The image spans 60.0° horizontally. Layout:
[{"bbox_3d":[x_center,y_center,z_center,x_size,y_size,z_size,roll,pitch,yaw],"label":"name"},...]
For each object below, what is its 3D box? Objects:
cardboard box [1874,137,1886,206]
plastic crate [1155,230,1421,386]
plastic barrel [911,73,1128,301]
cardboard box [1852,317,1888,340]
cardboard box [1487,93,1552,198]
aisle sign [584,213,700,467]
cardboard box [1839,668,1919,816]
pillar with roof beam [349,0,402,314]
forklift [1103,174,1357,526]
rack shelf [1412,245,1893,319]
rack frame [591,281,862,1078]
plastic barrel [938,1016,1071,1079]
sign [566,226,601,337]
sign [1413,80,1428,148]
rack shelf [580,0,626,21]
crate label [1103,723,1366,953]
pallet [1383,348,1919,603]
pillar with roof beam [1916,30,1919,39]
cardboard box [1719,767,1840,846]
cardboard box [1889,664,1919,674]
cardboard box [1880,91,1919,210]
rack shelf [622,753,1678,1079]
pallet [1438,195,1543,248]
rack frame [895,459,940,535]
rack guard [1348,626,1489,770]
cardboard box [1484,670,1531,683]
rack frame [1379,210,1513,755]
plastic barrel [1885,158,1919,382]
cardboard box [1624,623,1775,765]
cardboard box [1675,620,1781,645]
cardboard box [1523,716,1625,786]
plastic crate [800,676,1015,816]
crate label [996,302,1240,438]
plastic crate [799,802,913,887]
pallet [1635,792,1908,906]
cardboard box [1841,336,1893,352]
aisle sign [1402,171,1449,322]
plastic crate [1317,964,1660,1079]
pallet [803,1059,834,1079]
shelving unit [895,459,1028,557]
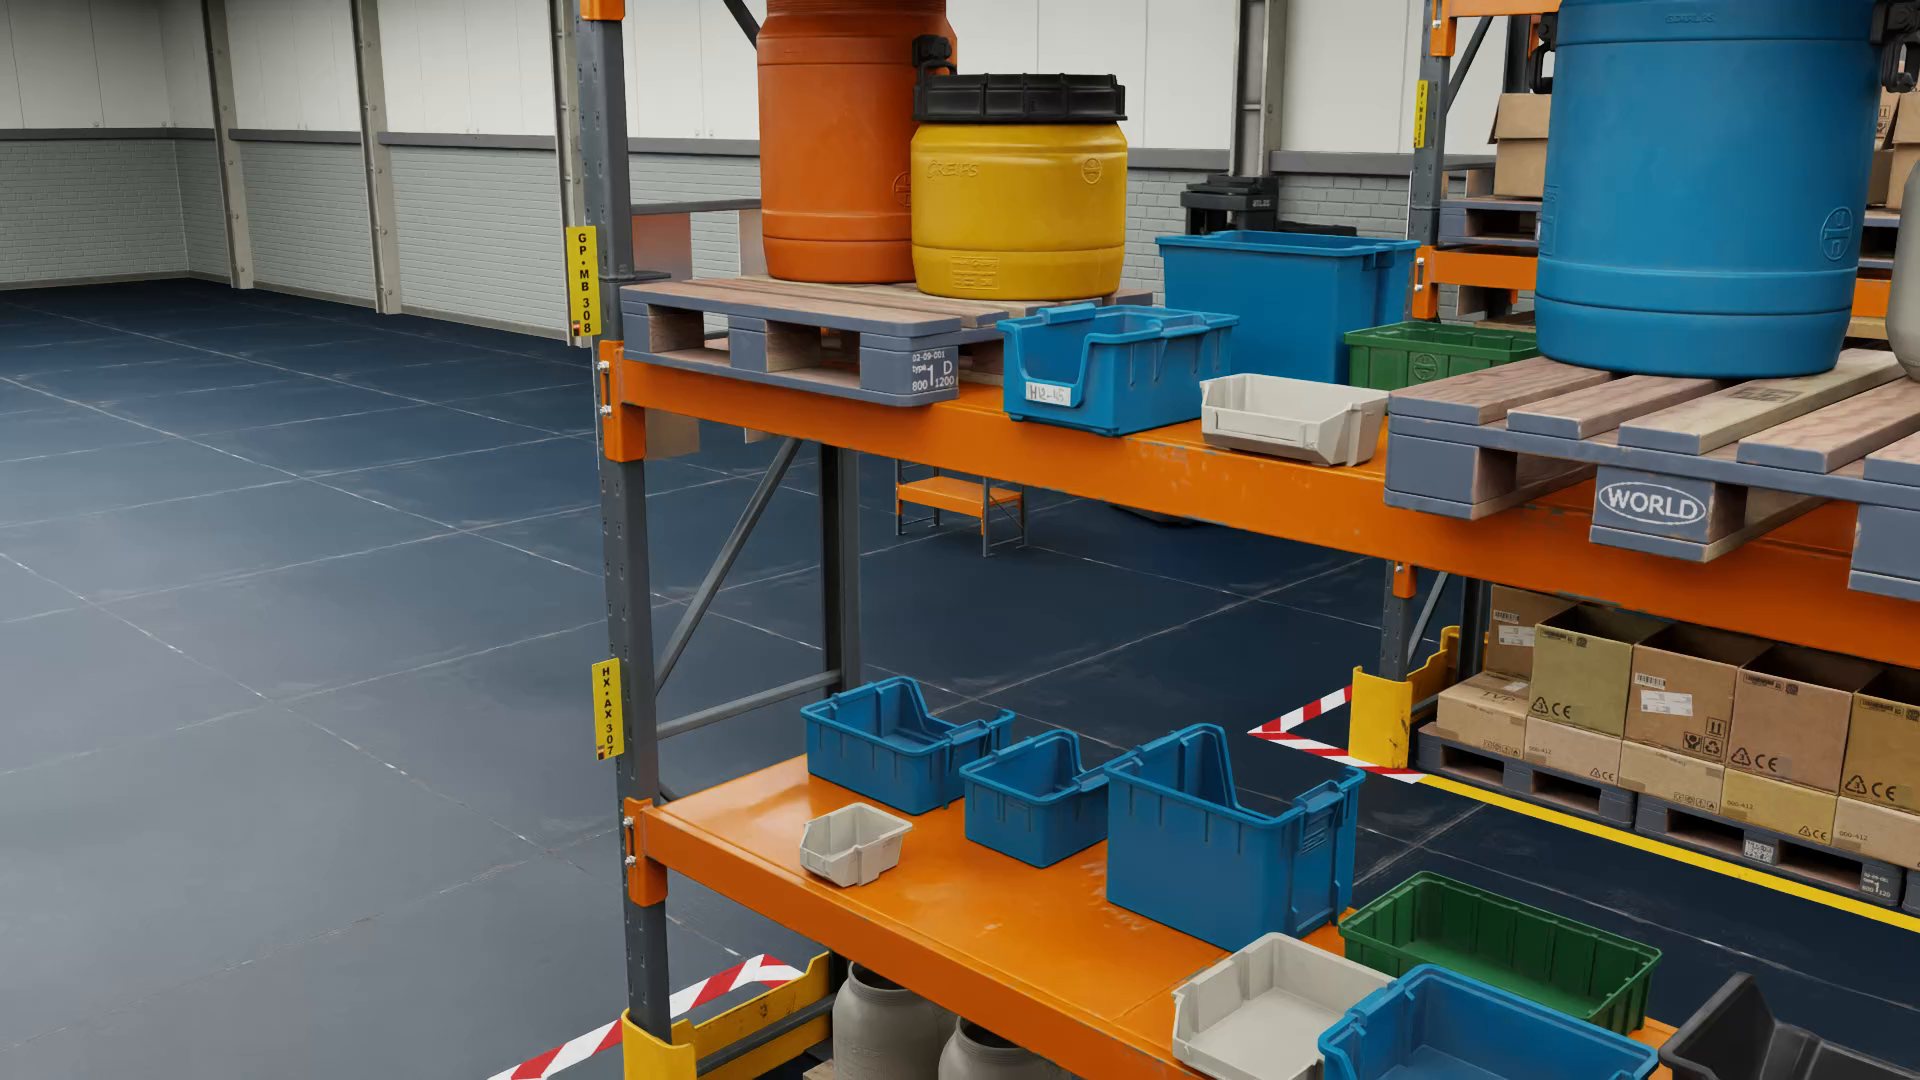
[{"bbox_3d":[6.560,-2.524,11.484,0.500,0.500,0.500,-13,19,-41],"label":"cardboard box"},{"bbox_3d":[0.836,-0.586,4.313,0.575,0.384,0.392,14,20,42],"label":"plastic crate"},{"bbox_3d":[0.163,-0.990,4.628,0.600,0.588,0.600,0,15,0],"label":"plastic barrel"},{"bbox_3d":[6.615,-1.293,11.715,0.500,0.500,0.500,14,20,42],"label":"cardboard box"},{"bbox_3d":[3.106,-1.990,8.358,0.797,0.503,0.637,-13,19,-40],"label":"cardboard box"},{"bbox_3d":[-1.001,-0.638,5.277,0.004,0.787,0.394,14,20,42],"label":"aisle sign"},{"bbox_3d":[4.375,0.927,7.557,0.500,0.500,0.500,14,20,42],"label":"cardboard box"},{"bbox_3d":[-13.030,-7.576,25.159,0.400,9.000,9.100,14,20,42],"label":"pillar with roof beam"},{"bbox_3d":[2.813,-1.788,14.981,3.031,2.935,1.130,-8,17,-28],"label":"forklift"},{"bbox_3d":[4.135,-1.073,7.578,4.000,0.370,1.077,14,20,42],"label":"rack shelf"},{"bbox_3d":[-0.746,0.579,5.760,0.127,3.000,1.000,14,20,42],"label":"rack frame"},{"bbox_3d":[0.142,1.769,5.296,0.421,0.512,0.421,0,15,0],"label":"plastic barrel"},{"bbox_3d":[-1.131,-0.778,5.001,0.005,0.325,0.100,14,20,42],"label":"sign"},{"bbox_3d":[2.306,-2.132,8.327,0.005,0.325,0.100,14,20,42],"label":"sign"},{"bbox_3d":[0.694,-1.432,3.802,4.000,0.370,1.077,14,20,42],"label":"rack shelf"},{"bbox_3d":[0.767,0.835,4.708,0.616,0.435,0.502,14,20,42],"label":"crate label"},{"bbox_3d":[1.547,-0.189,3.136,1.003,0.211,1.213,14,20,42],"label":"pallet"},{"bbox_3d":[4.247,-3.375,9.039,0.400,9.000,9.100,14,20,42],"label":"pillar with roof beam"},{"bbox_3d":[4.005,1.205,7.978,0.500,0.250,0.500,14,20,42],"label":"cardboard box"},{"bbox_3d":[4.738,0.832,7.922,0.500,0.500,0.500,14,20,42],"label":"cardboard box"},{"bbox_3d":[4.477,-1.703,7.254,0.797,0.503,0.637,-12,19,-38],"label":"cardboard box"},{"bbox_3d":[0.694,1.277,4.508,4.000,0.370,1.077,14,20,42],"label":"rack shelf"},{"bbox_3d":[3.186,-1.600,8.348,1.213,0.211,1.003,14,20,42],"label":"pallet"},{"bbox_3d":[-0.361,-0.632,14.127,0.032,1.125,0.500,14,20,42],"label":"rack frame"},{"bbox_3d":[2.678,0.886,9.540,0.348,0.500,1.175,14,20,42],"label":"rack guard"},{"bbox_3d":[3.286,0.848,9.348,0.500,0.250,0.500,14,20,42],"label":"cardboard box"},{"bbox_3d":[2.695,-0.319,9.208,0.127,3.000,1.000,14,20,42],"label":"rack frame"},{"bbox_3d":[1.960,-0.541,3.054,0.421,0.512,0.421,0,15,0],"label":"plastic barrel"},{"bbox_3d":[3.657,0.752,8.231,0.500,0.500,0.500,14,20,42],"label":"cardboard box"},{"bbox_3d":[4.018,0.657,8.593,0.500,0.500,0.500,14,20,42],"label":"cardboard box"},{"bbox_3d":[3.289,1.029,8.654,0.500,0.250,0.500,14,20,42],"label":"cardboard box"},{"bbox_3d":[-0.178,0.684,5.651,0.616,0.251,0.499,14,20,42],"label":"plastic crate"},{"bbox_3d":[0.372,-0.413,3.913,0.408,0.251,0.502,14,20,42],"label":"crate label"},{"bbox_3d":[-0.325,0.922,4.968,0.250,0.136,0.298,14,20,42],"label":"plastic crate"},{"bbox_3d":[4.149,1.370,8.256,1.213,0.211,1.003,14,20,42],"label":"pallet"},{"bbox_3d":[4.167,-0.635,7.650,0.500,0.500,0.700,14,20,42],"label":"cardboard box"},{"bbox_3d":[2.435,-1.533,8.711,0.004,0.787,0.394,14,20,42],"label":"aisle sign"},{"bbox_3d":[1.149,1.207,3.647,0.616,0.251,0.499,14,20,42],"label":"plastic crate"},{"bbox_3d":[-0.077,2.076,5.544,1.213,0.211,1.003,14,20,42],"label":"pallet"},{"bbox_3d":[0.005,-0.543,13.786,1.048,1.125,0.538,14,20,42],"label":"shelving unit"}]
